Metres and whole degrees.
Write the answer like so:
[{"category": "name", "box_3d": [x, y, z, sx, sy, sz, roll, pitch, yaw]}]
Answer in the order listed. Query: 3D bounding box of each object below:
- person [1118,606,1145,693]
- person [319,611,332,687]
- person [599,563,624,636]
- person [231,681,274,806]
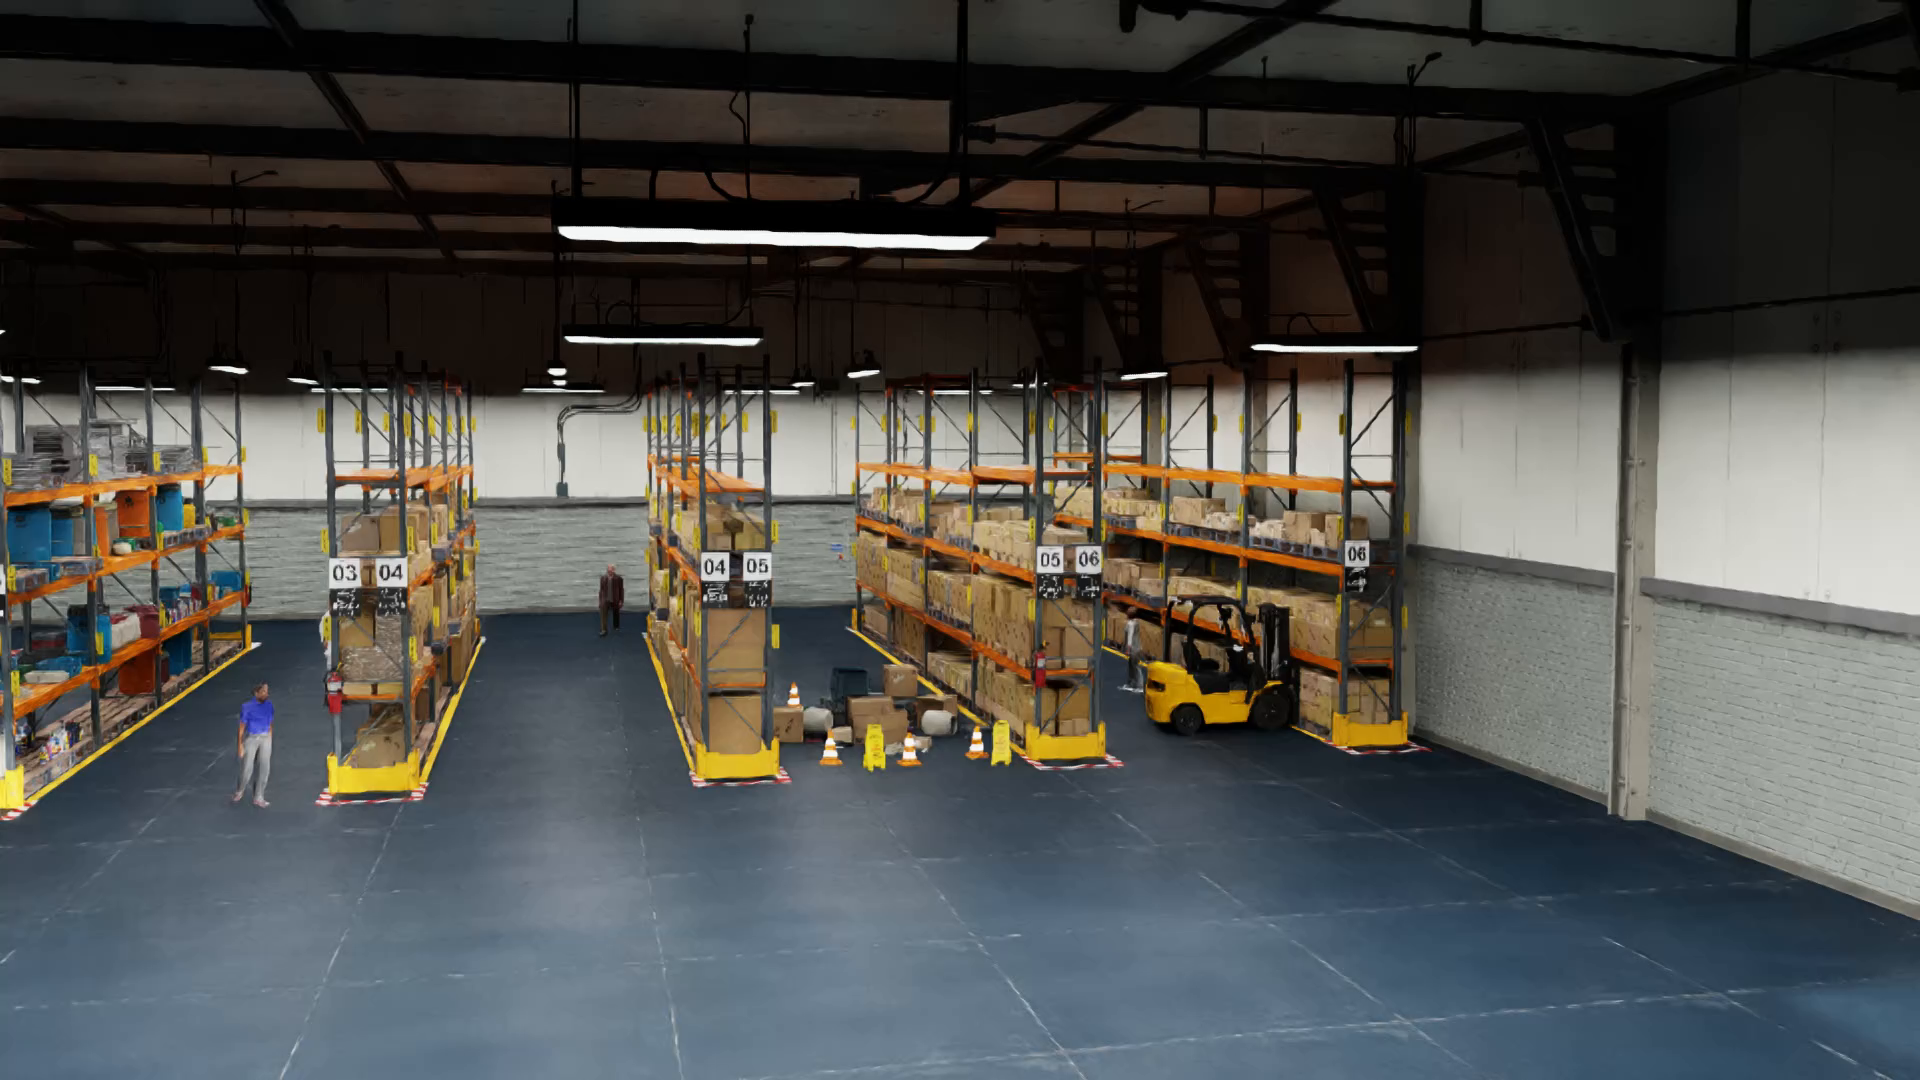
[{"category": "person", "box_3d": [3.203, 2.039, 31.044, 0.521, 1.581, 0.511, 1, 4, 15]}, {"category": "person", "box_3d": [-11.770, 1.947, 31.556, 0.729, 1.732, 0.546, -1, 4, -15]}, {"category": "person", "box_3d": [-8.262, 1.396, 39.355, 0.614, 1.694, 1.157, 0, 4, -5]}, {"category": "person", "box_3d": [-9.310, 2.663, 21.870, 0.523, 1.646, 0.522, 3, 5, 41]}]
